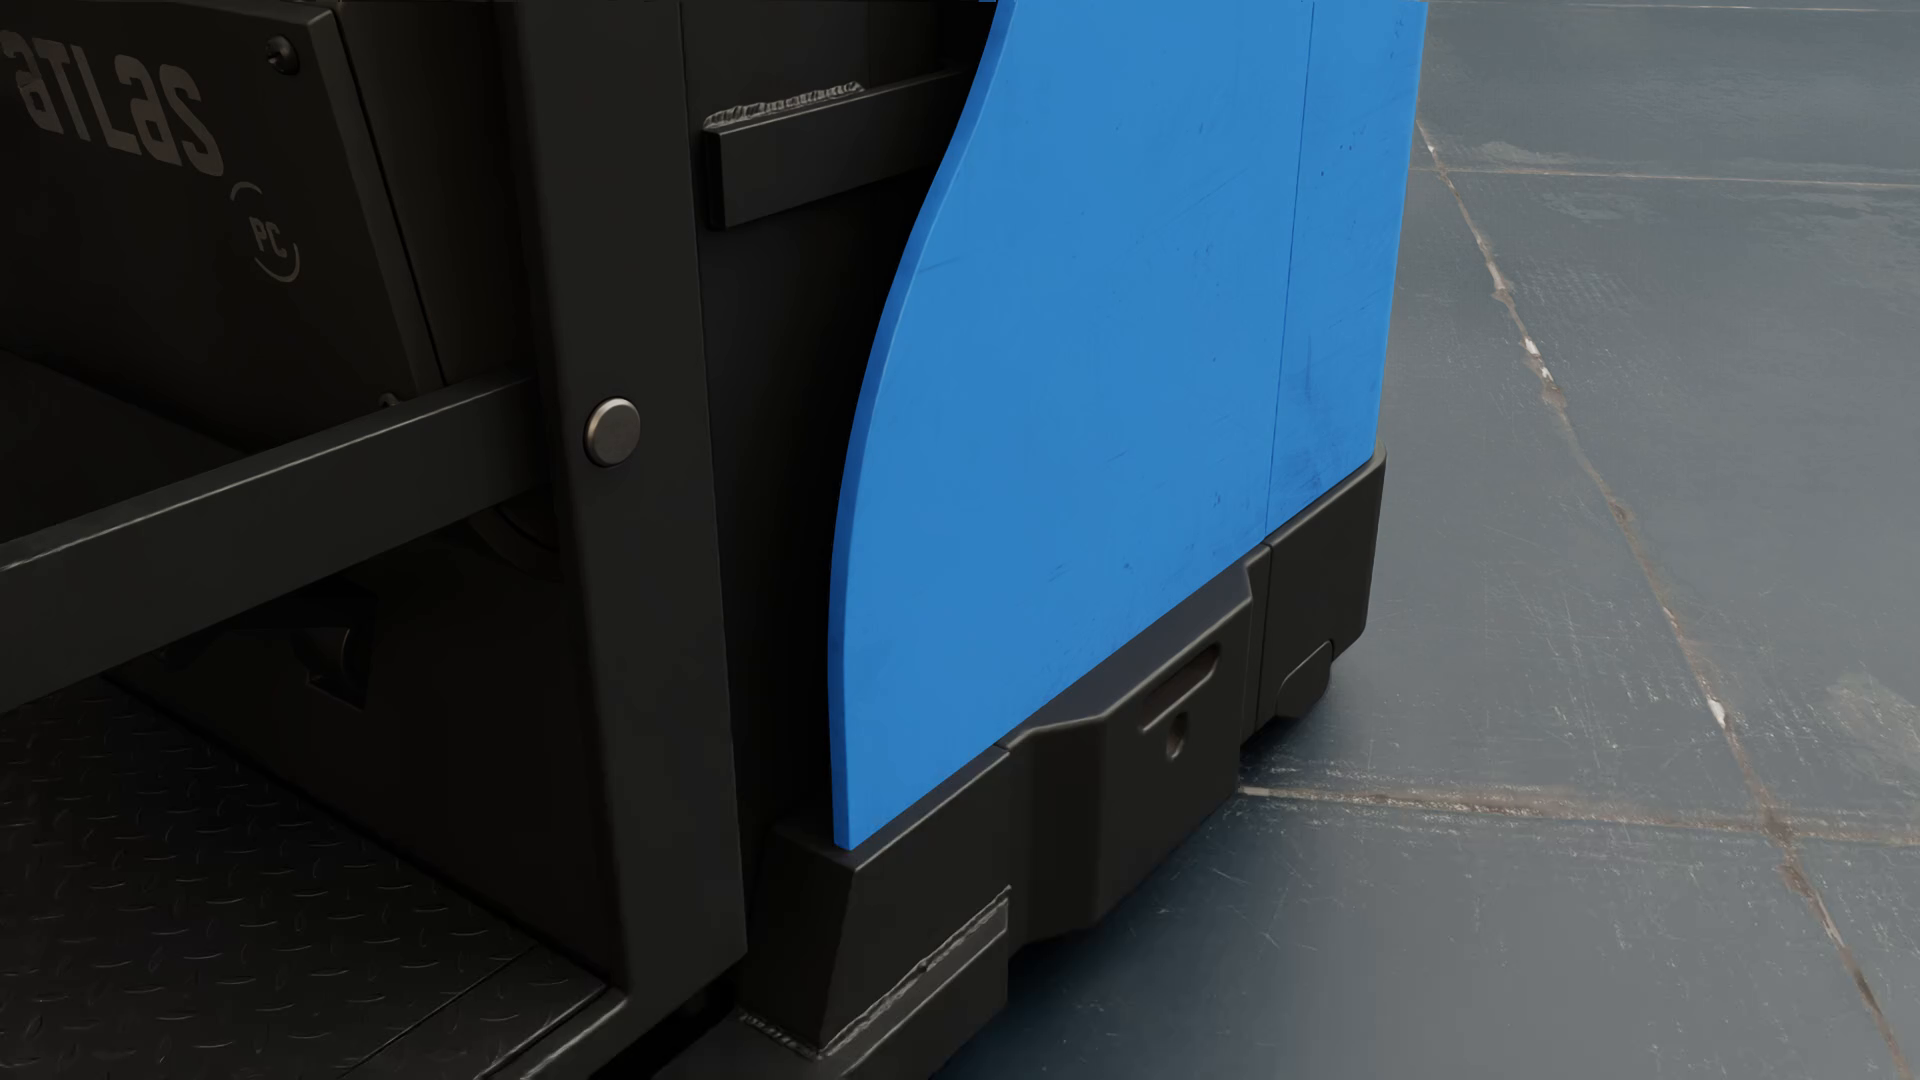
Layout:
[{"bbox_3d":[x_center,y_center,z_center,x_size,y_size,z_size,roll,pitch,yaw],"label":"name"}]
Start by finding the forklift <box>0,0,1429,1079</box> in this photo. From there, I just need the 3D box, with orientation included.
[{"bbox_3d":[-0.768,-0.763,0.746,1.130,2.935,3.031,19,32,33],"label":"forklift"}]
